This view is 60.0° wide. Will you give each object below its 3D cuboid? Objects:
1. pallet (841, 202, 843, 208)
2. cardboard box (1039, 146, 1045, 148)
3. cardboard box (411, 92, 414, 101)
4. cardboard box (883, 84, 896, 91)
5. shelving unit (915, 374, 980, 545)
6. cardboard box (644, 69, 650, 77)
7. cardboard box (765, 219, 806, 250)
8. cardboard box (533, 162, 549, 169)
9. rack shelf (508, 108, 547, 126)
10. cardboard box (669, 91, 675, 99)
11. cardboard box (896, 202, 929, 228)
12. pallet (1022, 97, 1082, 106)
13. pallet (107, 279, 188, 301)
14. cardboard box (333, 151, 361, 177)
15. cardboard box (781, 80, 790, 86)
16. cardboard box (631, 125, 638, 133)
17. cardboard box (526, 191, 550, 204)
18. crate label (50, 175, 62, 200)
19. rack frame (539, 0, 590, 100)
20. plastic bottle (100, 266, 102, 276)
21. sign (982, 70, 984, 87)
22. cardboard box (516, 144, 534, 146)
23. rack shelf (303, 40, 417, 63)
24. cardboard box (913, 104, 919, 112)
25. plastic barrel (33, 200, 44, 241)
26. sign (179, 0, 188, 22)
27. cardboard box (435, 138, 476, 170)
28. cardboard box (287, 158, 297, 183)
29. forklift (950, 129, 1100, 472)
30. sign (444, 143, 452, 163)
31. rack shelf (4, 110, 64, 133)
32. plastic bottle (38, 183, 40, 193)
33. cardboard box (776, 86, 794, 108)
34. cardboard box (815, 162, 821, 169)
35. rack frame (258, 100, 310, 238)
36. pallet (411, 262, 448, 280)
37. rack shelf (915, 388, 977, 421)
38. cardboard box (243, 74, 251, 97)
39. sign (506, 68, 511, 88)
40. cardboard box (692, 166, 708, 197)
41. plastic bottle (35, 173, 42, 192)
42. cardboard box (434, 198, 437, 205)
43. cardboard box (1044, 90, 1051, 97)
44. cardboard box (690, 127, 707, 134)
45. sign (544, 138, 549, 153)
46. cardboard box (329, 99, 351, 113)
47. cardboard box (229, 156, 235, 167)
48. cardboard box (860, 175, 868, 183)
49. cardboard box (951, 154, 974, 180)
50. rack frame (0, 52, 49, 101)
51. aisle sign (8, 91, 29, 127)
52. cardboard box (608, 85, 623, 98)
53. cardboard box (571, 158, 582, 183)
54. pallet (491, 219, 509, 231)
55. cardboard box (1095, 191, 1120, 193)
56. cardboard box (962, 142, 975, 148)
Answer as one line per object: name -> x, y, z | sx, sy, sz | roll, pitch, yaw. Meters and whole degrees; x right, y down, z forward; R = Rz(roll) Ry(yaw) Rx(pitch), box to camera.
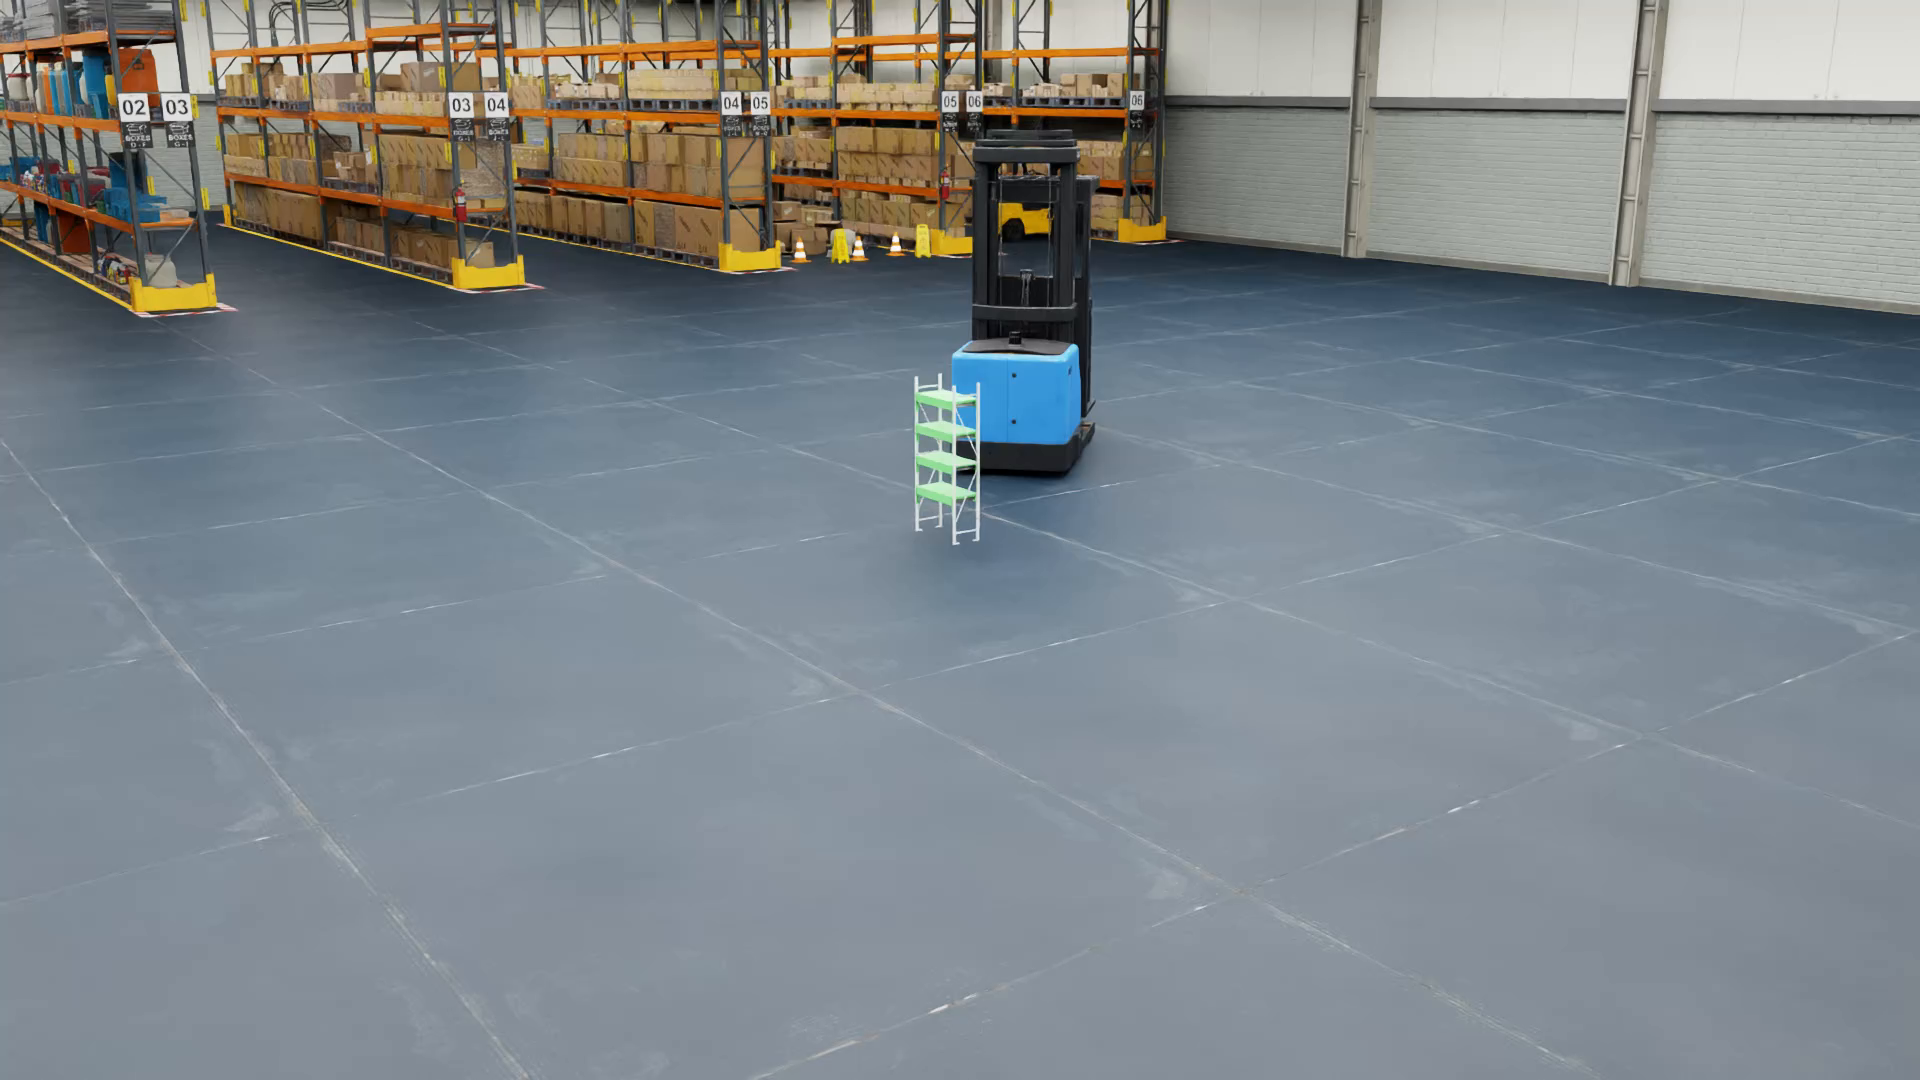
pallet -> -2.530, -9.141, 45.576 | 1.003, 0.211, 1.213 | -11, 19, -35
cardboard box -> 2.054, -9.028, 38.460 | 0.380, 0.149, 0.250 | -10, 18, -33
cardboard box -> -9.310, -7.705, 28.891 | 0.380, 0.149, 0.250 | -12, 19, -37
cardboard box -> -1.362, -9.379, 34.447 | 0.380, 0.149, 0.250 | -10, 18, -33
shelving unit -> -0.097, -0.614, 12.547 | 0.258, 1.200, 0.503 | -11, 19, -35
cardboard box -> -5.904, -9.053, 32.268 | 0.380, 0.149, 0.250 | -11, 19, -35
cardboard box -> -3.633, -6.362, 34.612 | 0.797, 0.637, 0.503 | -11, 19, -35
cardboard box -> -9.306, -8.354, 37.098 | 0.380, 0.149, 0.250 | -10, 18, -34
rack shelf -> -9.820, -9.766, 38.256 | 1.077, 0.370, 4.000 | -11, 19, -35
cardboard box -> -5.306, -8.451, 31.581 | 0.380, 0.149, 0.250 | -11, 19, -34
cardboard box -> -0.987, -6.800, 34.732 | 0.500, 0.500, 0.500 | -10, 18, -33
pallet -> 2.188, -10.172, 38.545 | 1.003, 0.211, 1.213 | -11, 19, -35
pallet -> -13.287, -4.112, 27.201 | 1.003, 0.211, 1.213 | -11, 19, -35
cardboard box -> -12.366, -7.632, 33.795 | 0.500, 0.500, 0.500 | -14, 21, -41
cardboard box -> -4.742, -12.917, 47.180 | 0.500, 0.250, 0.500 | -11, 19, -35
cardboard box -> -8.439, -10.797, 44.258 | 0.500, 0.500, 0.500 | -11, 19, -34
cardboard box -> -9.564, -7.809, 37.945 | 0.500, 0.250, 0.500 | -11, 19, -34
crate label -> -16.356, -6.485, 30.520 | 0.502, 0.435, 0.616 | -11, 19, -35
rack frame -> -8.644, -11.133, 36.204 | 1.000, 3.000, 0.127 | -11, 19, -35
plastic bottle -> -14.418, -4.551, 27.988 | 0.097, 0.201, 0.097 | 0, 15, 0
sign -> 0.443, -9.273, 33.437 | 0.100, 0.325, 0.005 | -11, 19, -35
cardboard box -> -10.293, -9.293, 39.402 | 0.380, 0.149, 0.250 | -12, 19, -36
rack shelf -> -11.540, -9.417, 32.058 | 1.077, 0.370, 4.000 | -11, 19, -35
cardboard box -> -0.733, -8.789, 33.800 | 0.380, 0.149, 0.250 | -10, 18, -33
plastic barrel -> -18.768, -6.648, 34.362 | 0.600, 0.901, 0.708 | -11, 19, -35
sign -> -11.571, -7.891, 24.756 | 0.100, 0.325, 0.005 | -11, 19, -35
cardboard box -> -8.535, -6.535, 28.125 | 0.500, 0.500, 0.500 | -11, 19, -35
cardboard box -> -14.101, -7.932, 35.687 | 0.500, 0.500, 0.500 | -10, 18, -33
forklift -> 0.702, -2.354, 15.625 | 1.130, 2.935, 3.031 | 3, 16, 11
sign -> -8.472, -6.411, 27.527 | 0.100, 0.325, 0.005 | -11, 19, -35
rack shelf -> -17.898, -8.249, 32.713 | 1.077, 0.370, 4.000 | -11, 19, -35
plastic bottle -> -17.837, -6.848, 32.289 | 0.097, 0.201, 0.097 | 0, 15, 0
cardboard box -> -3.780, -10.204, 38.299 | 0.797, 0.503, 0.637 | -11, 19, -35
cardboard box -> -3.014, -8.382, 37.200 | 0.380, 0.149, 0.250 | -12, 19, -36
rack frame -> -15.067, -8.345, 37.383 | 1.000, 3.000, 0.127 | -11, 19, -35
pallet -> -9.219, -4.893, 30.053 | 1.003, 0.211, 1.213 | -11, 19, -35
rack shelf -> -0.097, -1.015, 12.437 | 0.258, 0.148, 0.480 | -11, 19, -35
cardboard box -> -15.889, -10.364, 37.904 | 0.700, 0.500, 0.500 | -10, 18, -32
sign -> -7.573, -7.735, 27.817 | 0.100, 0.325, 0.005 | -11, 19, -35
cardboard box -> -4.536, -6.789, 31.416 | 0.875, 0.550, 0.550 | -11, 19, -35
plastic bottle -> -18.037, -7.003, 32.573 | 0.144, 0.351, 0.185 | -11, 19, -35
cardboard box -> -8.929, -5.904, 28.943 | 0.380, 0.149, 0.250 | -11, 19, -35
cardboard box -> 2.135, -10.215, 38.026 | 0.380, 0.149, 0.250 | -10, 18, -33
cardboard box -> -6.411, -10.063, 41.578 | 0.500, 0.500, 0.500 | -11, 19, -36
sign -> -9.077, -8.673, 36.539 | 0.100, 0.325, 0.005 | -11, 19, -35
cardboard box -> -12.033, -8.507, 32.579 | 0.500, 0.250, 0.500 | -10, 18, -33
cardboard box -> -17.044, -9.016, 39.555 | 0.500, 0.250, 0.500 | -11, 19, -35
cardboard box -> -1.933, -7.780, 35.797 | 0.380, 0.149, 0.250 | -10, 18, -33
cardboard box -> -0.050, -7.656, 34.115 | 0.500, 0.500, 0.500 | -11, 19, -35
rack frame -> -19.074, -10.470, 33.782 | 1.000, 3.000, 0.127 | -11, 19, -35
aisle sign -> -21.231, -9.745, 37.574 | 0.394, 0.787, 0.004 | -11, 19, -35
cardboard box -> -6.837, -9.136, 33.891 | 0.500, 0.250, 0.500 | -11, 19, -34
cardboard box -> -8.001, -7.934, 35.691 | 0.500, 0.500, 0.500 | -11, 19, -35
pallet -> -10.537, -7.582, 39.879 | 1.003, 0.211, 1.213 | -11, 19, -35
cardboard box -> 3.306, -7.797, 37.901 | 0.500, 0.250, 0.500 | -11, 19, -35
cardboard box -> 0.261, -9.733, 41.037 | 0.380, 0.149, 0.250 | -11, 19, -35
